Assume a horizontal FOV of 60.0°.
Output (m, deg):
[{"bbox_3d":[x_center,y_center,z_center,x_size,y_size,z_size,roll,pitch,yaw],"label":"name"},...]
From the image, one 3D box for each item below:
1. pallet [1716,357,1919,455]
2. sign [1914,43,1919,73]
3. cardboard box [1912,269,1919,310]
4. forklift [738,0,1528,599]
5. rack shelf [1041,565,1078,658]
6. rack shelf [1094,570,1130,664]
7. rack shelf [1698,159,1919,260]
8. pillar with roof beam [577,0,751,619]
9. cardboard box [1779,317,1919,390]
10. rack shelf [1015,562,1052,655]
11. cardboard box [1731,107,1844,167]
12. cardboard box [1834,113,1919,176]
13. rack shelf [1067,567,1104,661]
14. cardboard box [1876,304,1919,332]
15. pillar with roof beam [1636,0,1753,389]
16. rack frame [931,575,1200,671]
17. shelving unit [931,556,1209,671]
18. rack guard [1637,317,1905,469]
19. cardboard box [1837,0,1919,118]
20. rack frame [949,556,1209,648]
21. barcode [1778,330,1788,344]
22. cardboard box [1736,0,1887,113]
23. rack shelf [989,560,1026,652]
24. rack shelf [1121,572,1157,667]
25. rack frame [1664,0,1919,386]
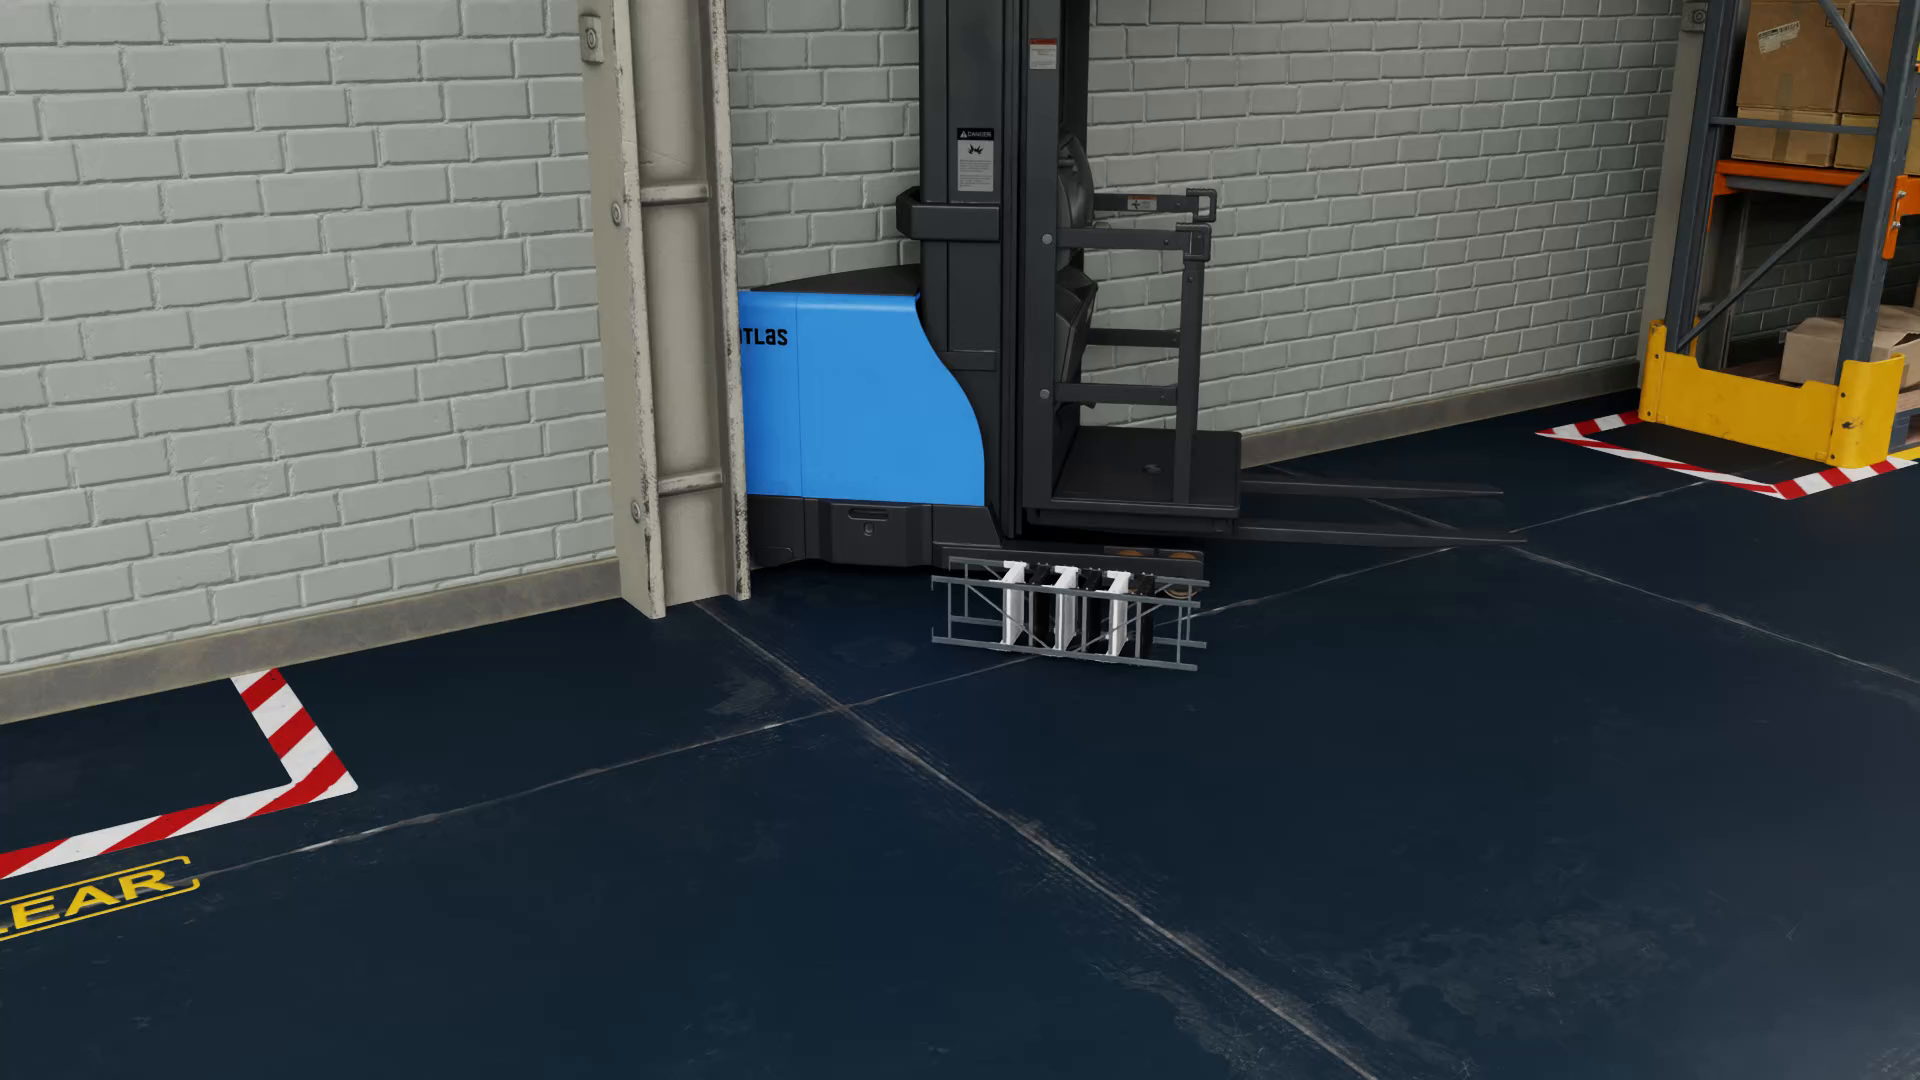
[{"bbox_3d":[4.649,-0.743,8.614,1.213,0.211,1.003,-12,22,-31],"label":"pallet"},{"bbox_3d":[4.186,-2.182,7.164,0.005,0.325,0.100,-12,22,-31],"label":"sign"},{"bbox_3d":[5.631,-1.255,8.991,0.500,0.500,0.700,-14,23,-35],"label":"cardboard box"},{"bbox_3d":[0.620,-1.356,6.178,3.031,2.935,1.130,3,19,9],"label":"forklift"},{"bbox_3d":[0.334,0.238,5.582,0.077,0.258,0.200,5,19,15],"label":"rack shelf"},{"bbox_3d":[0.507,0.254,5.534,0.077,0.258,0.200,5,19,15],"label":"rack shelf"},{"bbox_3d":[5.558,-1.929,8.889,4.000,0.370,1.077,-12,22,-31],"label":"rack shelf"},{"bbox_3d":[1.353,-2.905,1.288,0.400,9.000,9.100,-12,22,-31],"label":"pillar with roof beam"},{"bbox_3d":[4.515,-0.950,8.382,0.500,0.311,0.500,-15,24,-37],"label":"cardboard box"},{"bbox_3d":[0.247,0.230,5.606,0.077,0.258,0.200,5,19,15],"label":"rack shelf"},{"bbox_3d":[4.171,-1.990,8.150,0.500,0.250,0.500,-12,22,-31],"label":"cardboard box"},{"bbox_3d":[4.469,-1.857,7.756,0.500,0.250,0.500,-13,22,-33],"label":"cardboard box"},{"bbox_3d":[0.420,0.246,5.558,0.077,0.258,0.200,5,19,15],"label":"rack shelf"},{"bbox_3d":[4.991,-1.050,8.679,0.500,0.311,0.500,-10,21,-27],"label":"cardboard box"},{"bbox_3d":[6.364,-3.962,4.414,0.400,9.000,9.100,-12,22,-31],"label":"pillar with roof beam"},{"bbox_3d":[0.337,0.272,5.481,0.900,0.240,0.006,5,19,15],"label":"rack frame"},{"bbox_3d":[0.366,0.241,5.573,0.900,0.258,0.210,5,19,15],"label":"shelving unit"},{"bbox_3d":[3.951,-0.746,8.172,0.348,0.500,1.175,-12,22,-31],"label":"rack guard"},{"bbox_3d":[4.451,-2.215,7.644,0.500,0.500,0.500,-12,22,-31],"label":"cardboard box"},{"bbox_3d":[0.394,0.209,5.666,0.900,0.240,0.006,5,19,15],"label":"rack frame"},{"bbox_3d":[4.310,-1.064,8.706,0.075,0.075,0.001,-12,22,-31],"label":"barcode"},{"bbox_3d":[4.164,-2.351,8.047,0.500,0.500,0.500,-12,22,-32],"label":"cardboard box"},{"bbox_3d":[0.161,0.222,5.630,0.077,0.258,0.200,5,19,15],"label":"rack shelf"},{"bbox_3d":[0.593,0.262,5.511,0.077,0.258,0.200,5,19,15],"label":"rack shelf"},{"bbox_3d":[3.887,-1.917,7.732,0.127,3.000,1.000,-12,22,-31],"label":"rack frame"}]
